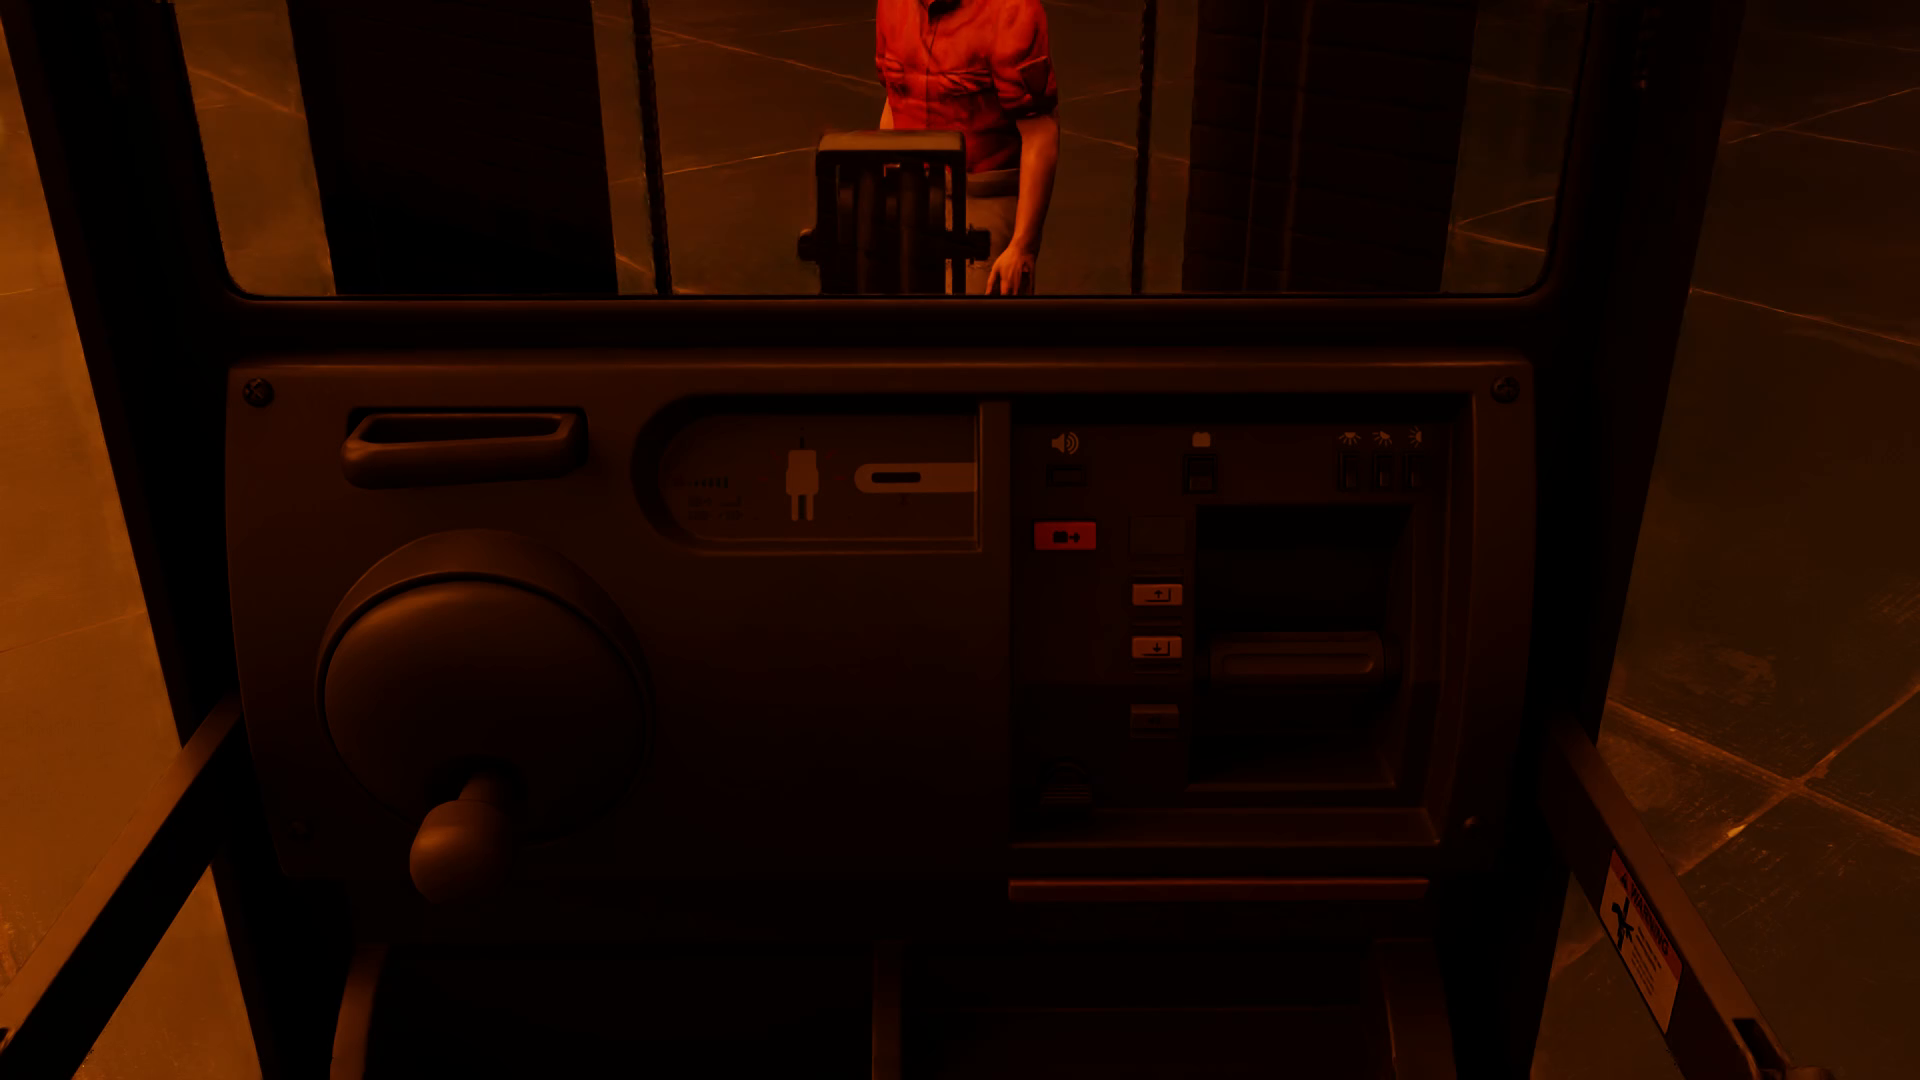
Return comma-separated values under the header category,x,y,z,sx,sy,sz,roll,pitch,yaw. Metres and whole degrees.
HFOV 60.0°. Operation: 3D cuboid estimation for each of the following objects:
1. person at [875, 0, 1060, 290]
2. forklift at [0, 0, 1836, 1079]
category,x,y,z,sx,sy,sz,roll,pitch,yaw
person,-0.023,-0.760,4.090,0.396,1.726,0.587,-22,34,-37
forklift,-0.051,0.094,1.012,1.130,2.935,3.031,0,26,0
